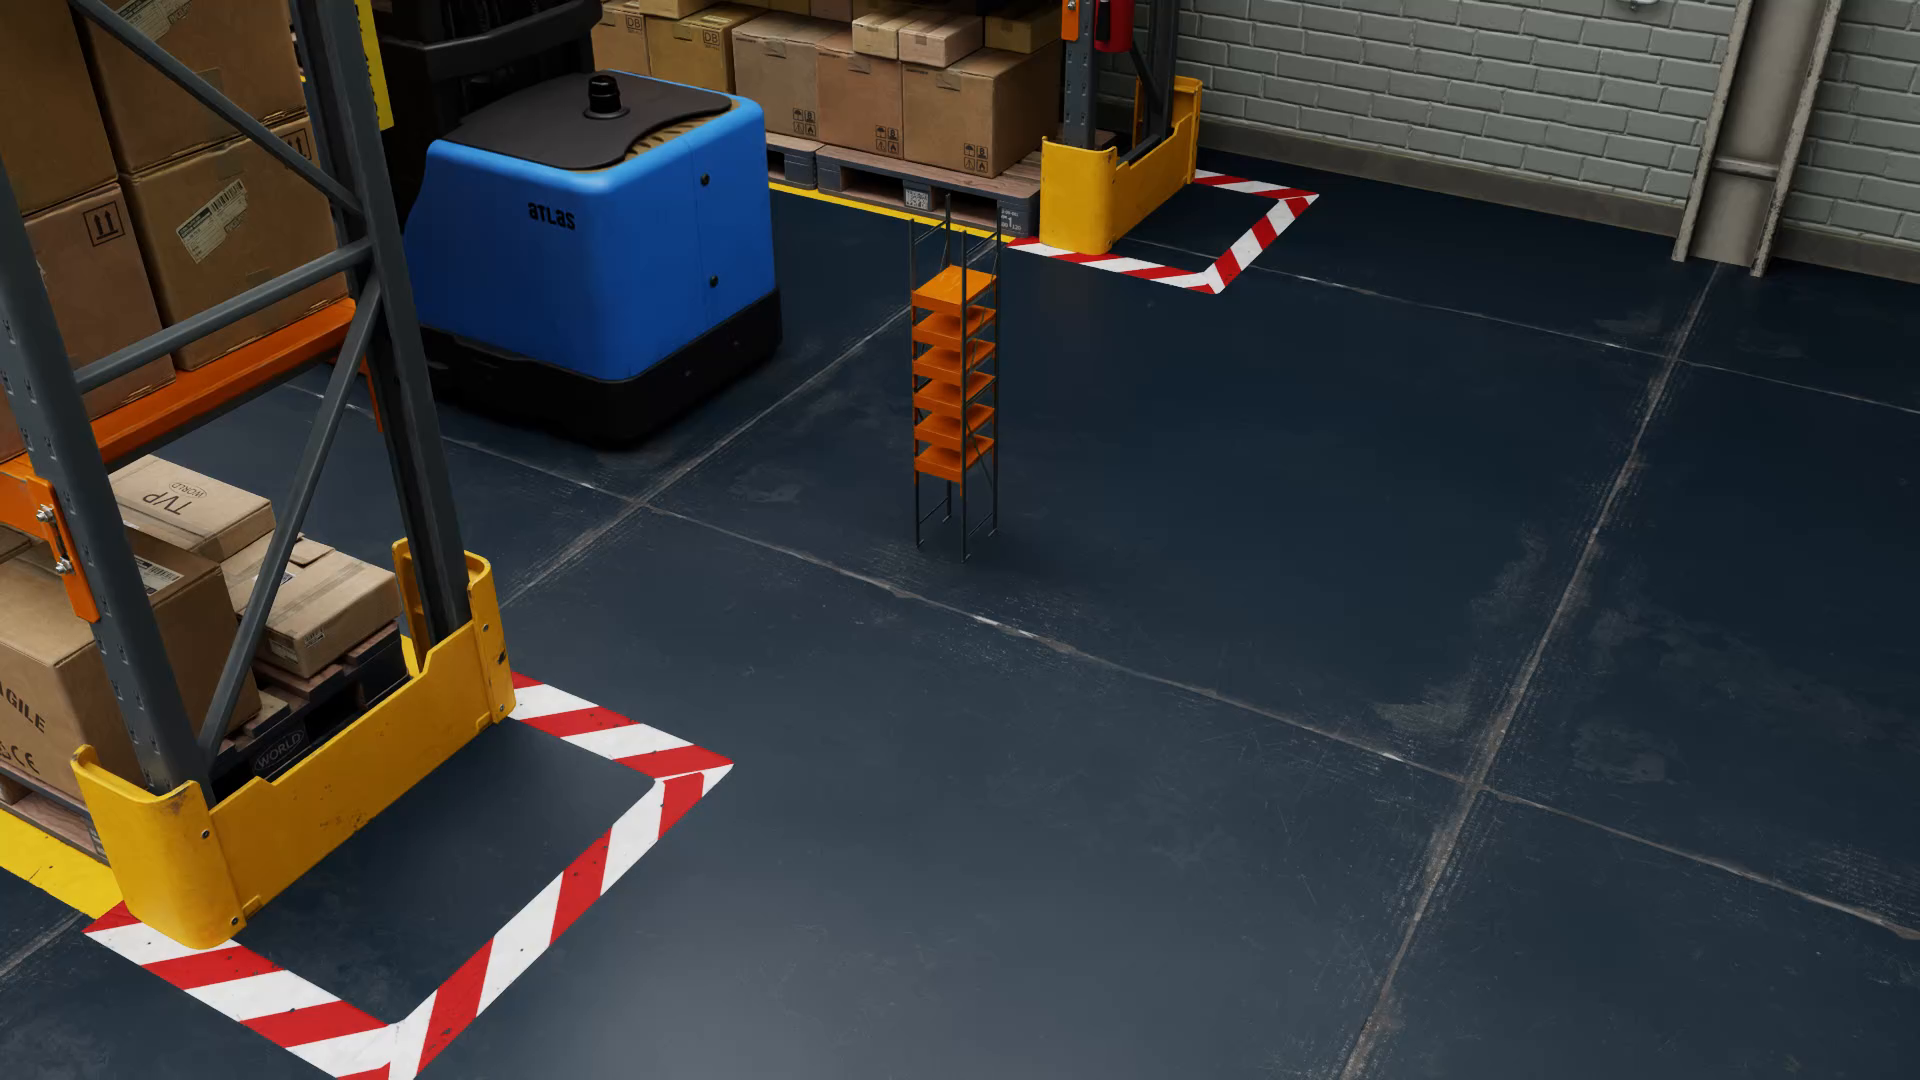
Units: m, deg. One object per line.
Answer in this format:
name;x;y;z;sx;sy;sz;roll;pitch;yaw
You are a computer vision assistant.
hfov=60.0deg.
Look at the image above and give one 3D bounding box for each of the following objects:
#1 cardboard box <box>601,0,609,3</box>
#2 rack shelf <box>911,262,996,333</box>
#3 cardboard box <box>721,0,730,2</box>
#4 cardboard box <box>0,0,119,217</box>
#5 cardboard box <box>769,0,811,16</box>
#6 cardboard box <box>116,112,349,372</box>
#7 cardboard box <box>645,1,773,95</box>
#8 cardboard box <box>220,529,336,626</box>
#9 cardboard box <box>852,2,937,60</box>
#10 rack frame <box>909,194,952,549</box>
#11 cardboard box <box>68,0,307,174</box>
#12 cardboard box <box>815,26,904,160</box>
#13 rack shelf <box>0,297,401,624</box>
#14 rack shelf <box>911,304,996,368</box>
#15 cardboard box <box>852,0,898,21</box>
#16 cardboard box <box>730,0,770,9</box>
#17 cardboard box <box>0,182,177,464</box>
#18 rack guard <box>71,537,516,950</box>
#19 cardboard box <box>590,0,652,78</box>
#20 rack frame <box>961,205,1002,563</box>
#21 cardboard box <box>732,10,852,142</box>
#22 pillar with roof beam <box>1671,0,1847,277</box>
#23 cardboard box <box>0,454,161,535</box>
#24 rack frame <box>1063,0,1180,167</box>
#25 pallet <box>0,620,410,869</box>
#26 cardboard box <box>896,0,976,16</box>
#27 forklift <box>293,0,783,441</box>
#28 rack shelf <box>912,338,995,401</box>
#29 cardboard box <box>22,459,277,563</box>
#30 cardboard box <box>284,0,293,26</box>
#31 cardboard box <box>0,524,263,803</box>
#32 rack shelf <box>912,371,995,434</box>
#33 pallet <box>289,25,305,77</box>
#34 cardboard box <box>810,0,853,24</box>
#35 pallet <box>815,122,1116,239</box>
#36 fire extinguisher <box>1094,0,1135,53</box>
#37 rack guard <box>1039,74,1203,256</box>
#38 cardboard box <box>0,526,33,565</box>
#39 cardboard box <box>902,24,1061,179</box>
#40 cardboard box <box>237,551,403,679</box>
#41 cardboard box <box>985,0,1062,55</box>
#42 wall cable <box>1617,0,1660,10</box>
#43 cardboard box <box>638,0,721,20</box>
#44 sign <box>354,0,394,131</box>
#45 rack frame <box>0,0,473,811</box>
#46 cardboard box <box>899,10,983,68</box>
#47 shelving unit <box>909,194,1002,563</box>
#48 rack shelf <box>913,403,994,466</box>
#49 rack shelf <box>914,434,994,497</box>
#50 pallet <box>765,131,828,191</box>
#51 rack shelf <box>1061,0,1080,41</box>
cardboard box;-1.898;-2.961;8.781;0.250;0.149;0.380;19;38;26
rack shelf;-0.013;-0.766;5.248;0.180;0.103;0.258;18;37;24
cardboard box;-1.226;-2.992;8.828;0.250;0.149;0.380;18;38;25
cardboard box;-2.208;-0.956;3.487;0.500;0.500;0.500;17;37;24
cardboard box;-0.782;-2.852;8.617;0.250;0.149;0.380;18;38;25
cardboard box;-1.940;-0.799;4.153;0.500;0.500;0.500;18;38;25
cardboard box;-1.226;-2.591;8.810;0.500;0.500;0.700;18;38;25
cardboard box;-2.095;0.139;4.995;0.250;0.166;0.380;18;37;24
cardboard box;-0.312;-2.459;8.028;0.250;0.149;0.380;19;38;26
rack frame;-0.092;-0.529;5.461;0.006;1.200;0.240;18;37;24
cardboard box;-1.940;-1.215;3.876;0.500;0.500;0.500;19;38;26
cardboard box;-0.322;-2.309;8.388;0.500;0.500;0.700;17;37;24
rack shelf;-3.422;-0.759;4.832;4.000;0.370;1.077;18;37;24
rack shelf;-0.013;-0.666;5.315;0.180;0.103;0.258;18;37;24
cardboard box;-0.337;-2.712;8.407;0.250;0.149;0.380;18;38;25
cardboard box;-1.001;-2.921;8.722;0.250;0.149;0.380;17;37;24
cardboard box;-2.209;-0.542;3.768;0.500;0.500;0.500;19;38;26
rack guard;-1.751;0.511;4.531;0.348;0.500;1.175;18;37;24
cardboard box;-1.671;-2.733;9.024;0.500;0.500;0.700;17;37;24
rack frame;0.067;-0.478;5.386;0.006;1.200;0.240;18;37;24
cardboard box;-0.759;-2.447;8.595;0.500;0.500;0.700;16;37;23
pillar with roof beam;1.407;-2.992;2.125;0.400;9.000;9.100;18;37;24
cardboard box;-2.885;-0.108;5.290;0.500;0.250;0.500;18;37;24
rack frame;0.769;-2.893;7.388;0.127;3.000;1.000;18;37;24
pallet;-2.444;0.413;4.940;1.213;0.211;1.003;18;37;24
cardboard box;-0.120;-2.643;8.303;0.250;0.149;0.380;18;38;25
forklift;-2.261;-2.190;6.394;3.031;2.935;1.130;18;38;25
rack shelf;-0.013;-0.566;5.382;0.180;0.103;0.258;18;37;24
cardboard box;-2.451;0.029;5.083;0.500;0.250;0.500;18;37;24
cardboard box;-4.106;-3.632;10.059;0.750;0.750;0.750;19;38;26
cardboard box;-2.280;0.318;4.425;0.500;0.500;0.500;18;37;24
rack shelf;-0.013;-0.466;5.448;0.180;0.103;0.258;18;37;24
pallet;-3.411;-3.009;10.077;1.213;0.211;1.003;18;37;24
cardboard box;-0.559;-2.781;8.512;0.250;0.149;0.380;18;38;25
pallet;0.036;-1.915;8.435;1.213;0.211;1.003;18;37;24
fire extinguisher;0.671;-2.442;7.117;0.183;0.674;0.296;18;37;24
rack guard;0.790;-1.846;8.071;0.348;0.500;1.175;18;37;24
cardboard box;-3.089;0.146;4.908;0.500;0.250;0.500;18;37;24
cardboard box;0.112;-2.172;8.182;0.500;0.500;0.700;18;37;24
cardboard box;-1.878;0.215;4.897;0.250;0.149;0.380;18;37;24
cardboard box;0.320;-2.504;8.095;0.250;0.149;0.380;18;38;25
wall cable;2.350;-3.419;7.262;1.851;1.984;0.084;18;37;24
cardboard box;-1.445;-2.817;8.565;0.250;0.149;0.380;16;37;23
sign;-1.416;-1.130;3.959;0.005;0.325;0.100;18;37;24
rack frame;-1.685;-0.508;3.807;0.127;3.000;1.000;18;37;24
cardboard box;-0.090;-2.390;7.923;0.250;0.149;0.380;17;37;24
shelving unit;-0.013;-0.503;5.423;0.189;1.200;0.258;18;37;24
rack shelf;-0.013;-0.367;5.515;0.180;0.103;0.258;18;37;24
rack shelf;-0.013;-0.267;5.581;0.180;0.103;0.258;18;37;24
pallet;-1.019;-2.251;8.940;1.213;0.211;1.003;18;37;24
rack shelf;-0.967;-3.144;8.414;4.000;0.370;1.077;18;37;24
